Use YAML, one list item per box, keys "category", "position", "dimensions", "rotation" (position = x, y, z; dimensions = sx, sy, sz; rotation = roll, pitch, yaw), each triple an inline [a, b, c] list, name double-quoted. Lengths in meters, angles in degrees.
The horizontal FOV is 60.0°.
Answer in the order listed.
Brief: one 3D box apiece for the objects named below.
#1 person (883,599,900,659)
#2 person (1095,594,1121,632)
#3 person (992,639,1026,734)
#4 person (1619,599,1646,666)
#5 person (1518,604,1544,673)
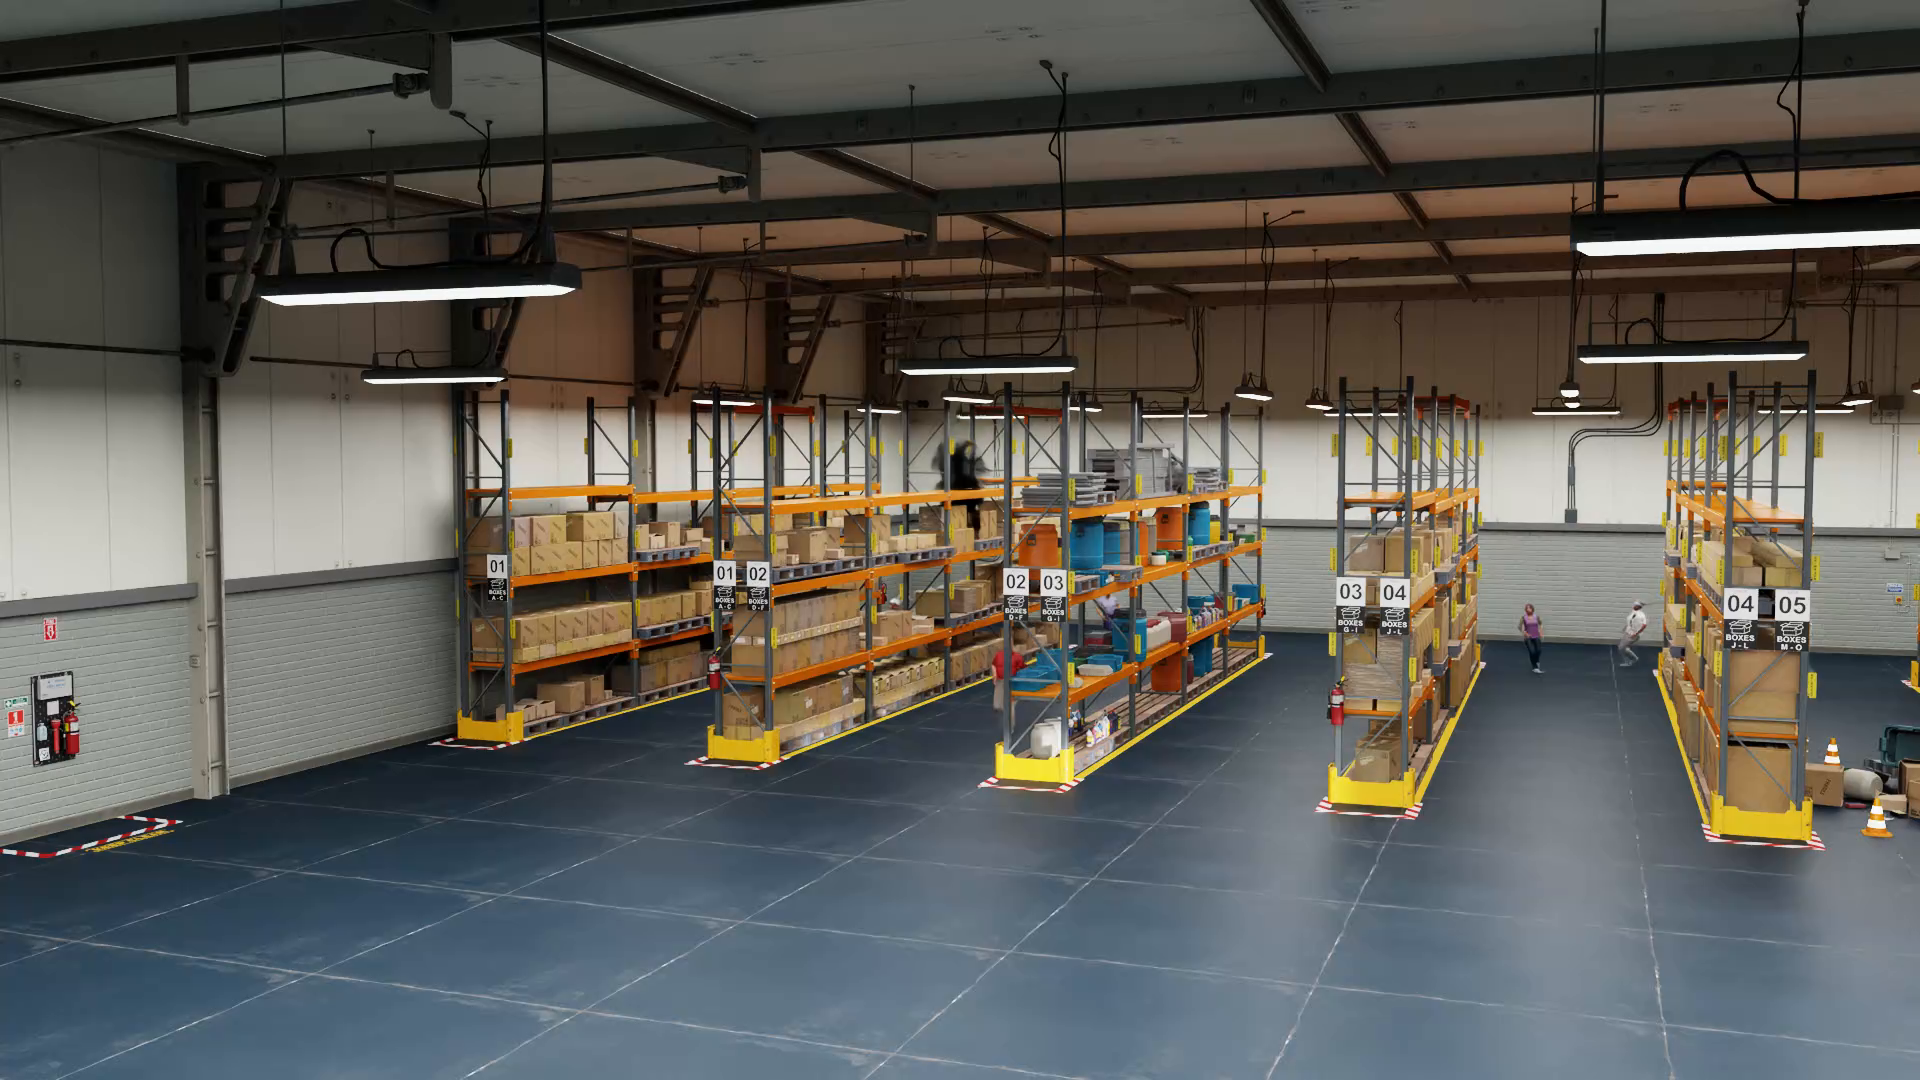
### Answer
- category: "person"
  position: [-1.440, 2.144, 36.257]
  dimensions: [0.657, 1.722, 0.607]
  rotation: [1, 3, 17]
- category: "person"
  position: [3.672, 1.956, 41.069]
  dimensions: [0.649, 1.577, 0.490]
  rotation: [0, 3, -6]
- category: "person"
  position: [0.818, 2.553, 29.106]
  dimensions: [0.656, 1.676, 0.610]
  rotation: [1, 3, 18]
- category: "person"
  position: [15.304, 2.125, 37.958]
  dimensions: [0.538, 1.602, 0.680]
  rotation: [0, 3, 9]
- category: "person"
  position: [12.725, 2.193, 37.058]
  dimensions: [0.568, 1.545, 0.472]
  rotation: [1, 3, 11]
